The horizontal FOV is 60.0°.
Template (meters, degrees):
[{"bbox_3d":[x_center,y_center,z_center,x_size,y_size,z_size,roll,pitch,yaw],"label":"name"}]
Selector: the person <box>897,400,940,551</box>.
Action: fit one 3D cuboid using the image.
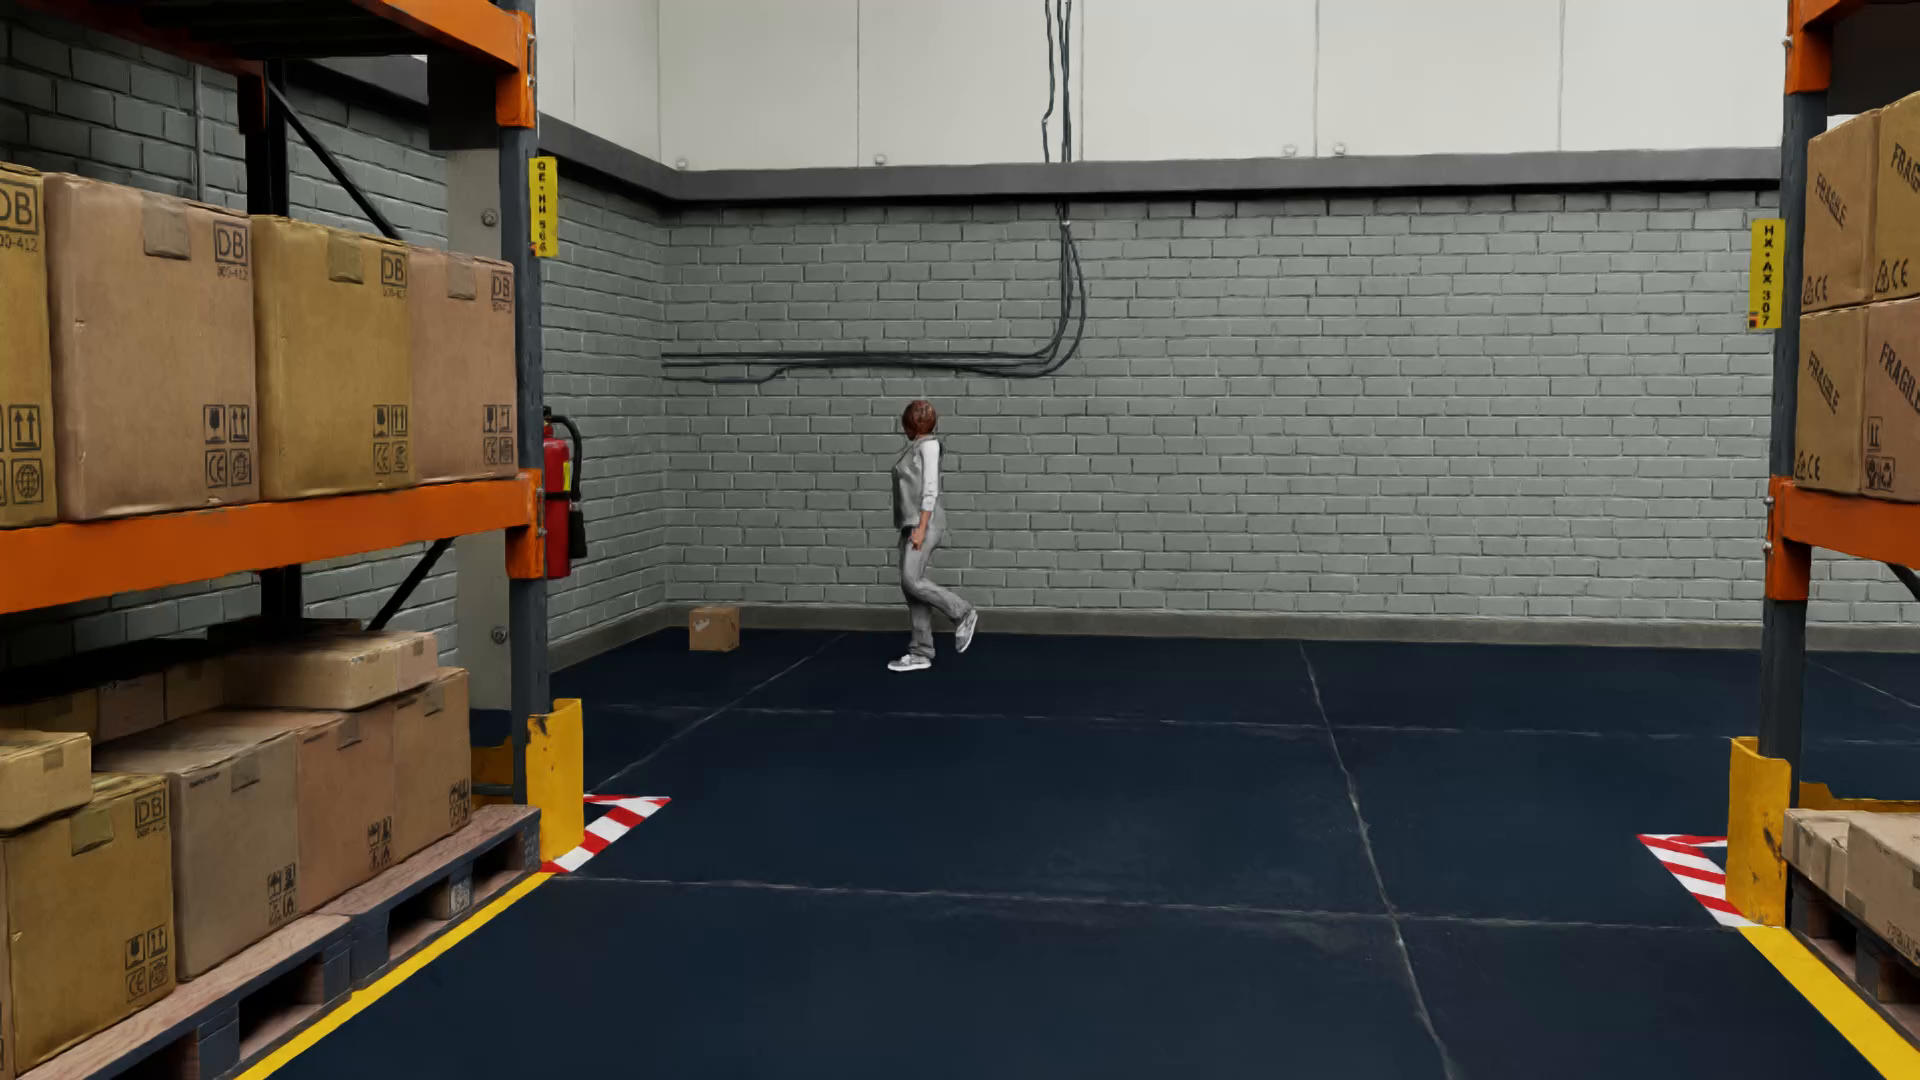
[{"bbox_3d":[-0.235,-0.349,9.712,0.273,0.943,0.466,-2,5,-21],"label":"person"}]
